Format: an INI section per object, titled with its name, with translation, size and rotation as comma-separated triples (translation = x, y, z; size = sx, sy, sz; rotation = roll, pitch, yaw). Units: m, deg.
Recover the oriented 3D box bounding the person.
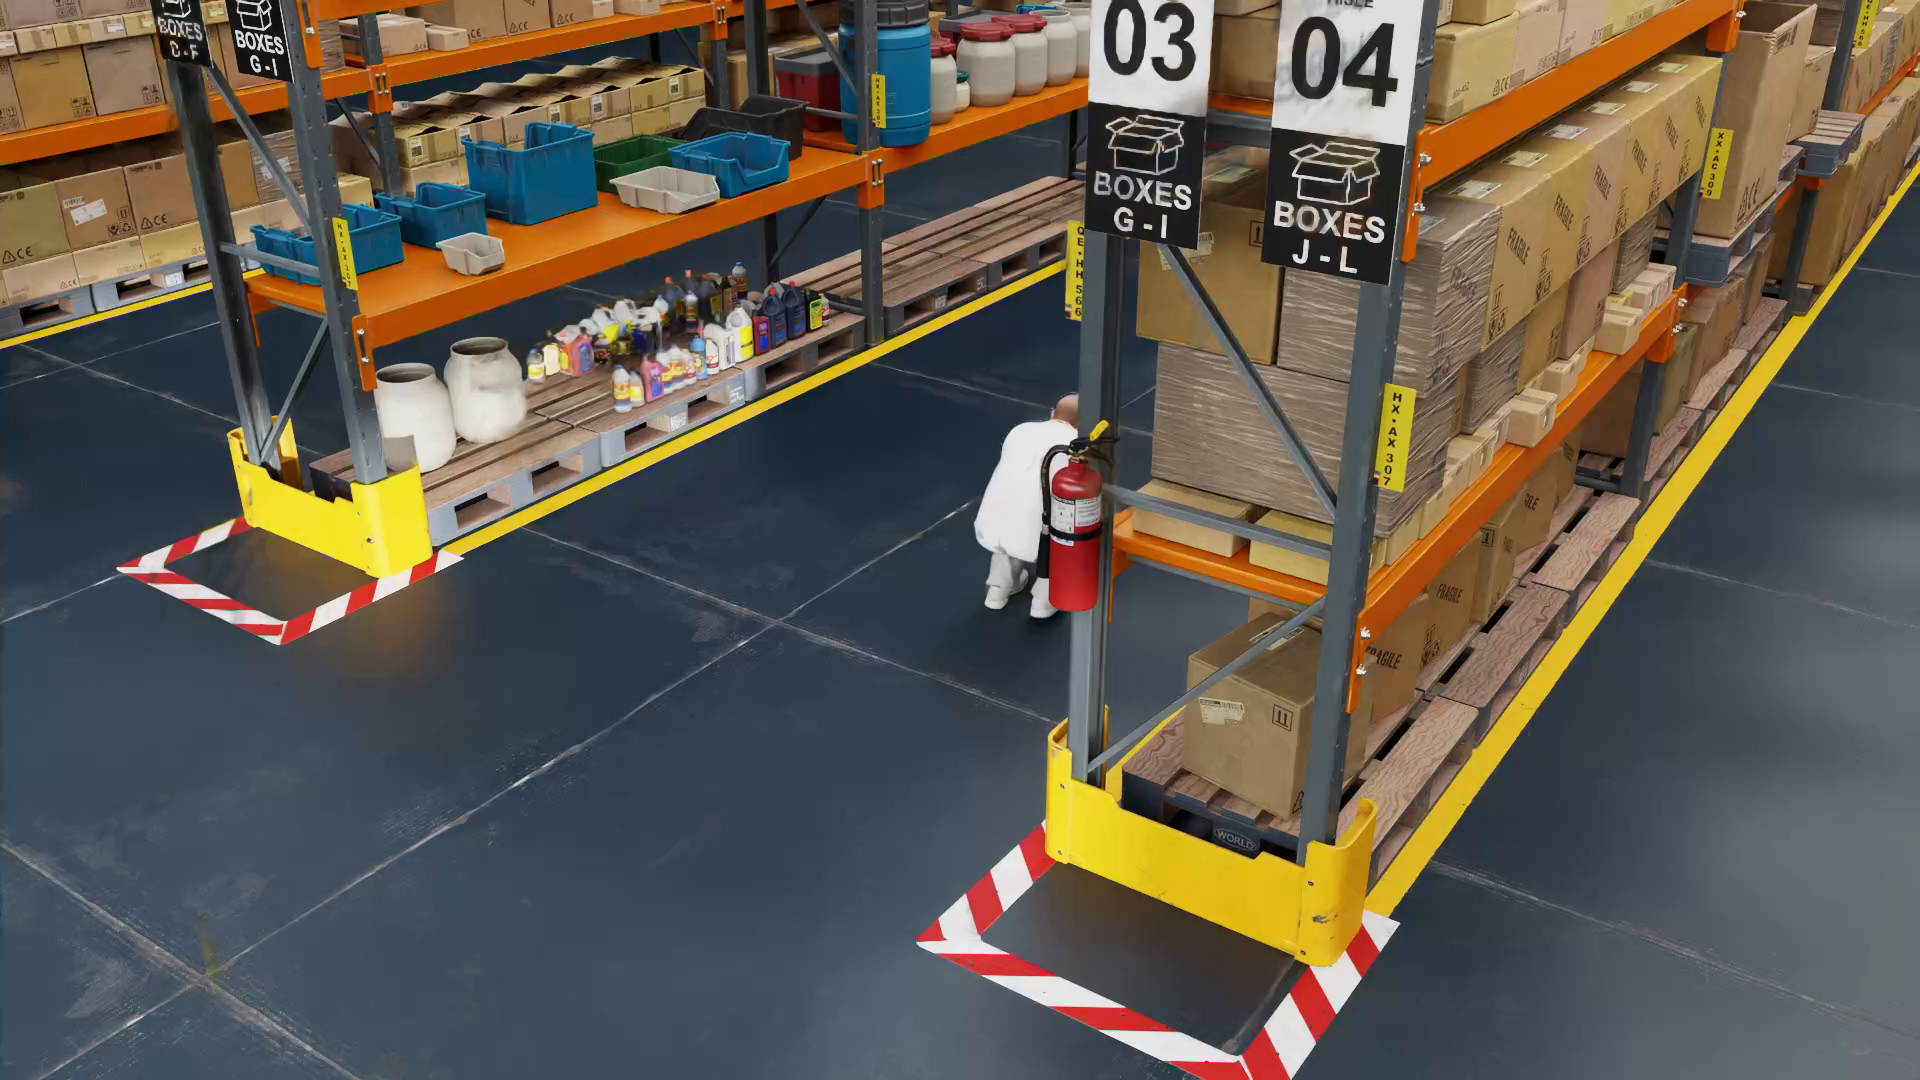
[person]
translation = 0.410, -0.159, 7.929
size = 0.601, 0.906, 0.906
rotation = 17, 31, 31
